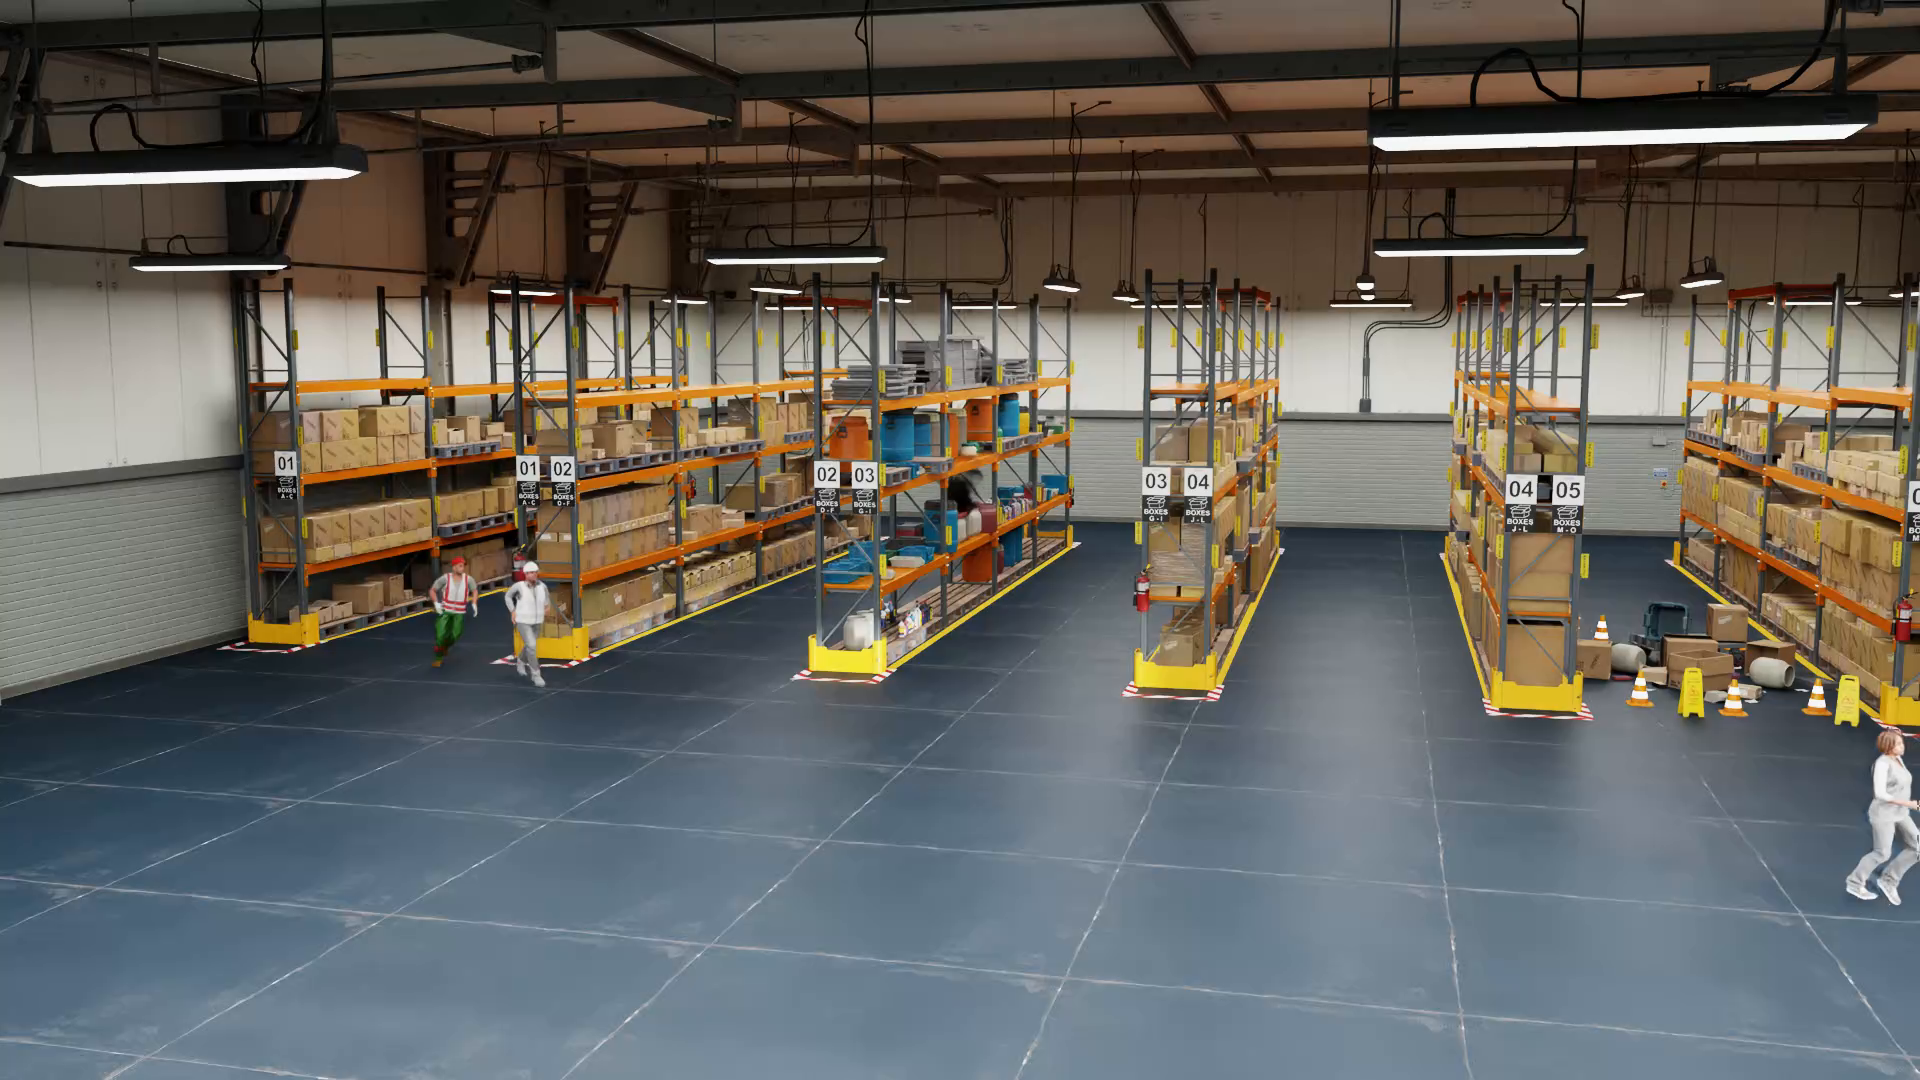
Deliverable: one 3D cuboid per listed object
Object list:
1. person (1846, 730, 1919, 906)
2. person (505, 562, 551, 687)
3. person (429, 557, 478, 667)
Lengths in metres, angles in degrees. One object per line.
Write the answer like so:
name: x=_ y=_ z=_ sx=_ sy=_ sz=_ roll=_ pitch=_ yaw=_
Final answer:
person: x=8.243 y=2.467 z=14.747 sx=0.545 sy=1.565 sz=0.629 roll=-5 pitch=9 yaw=-38
person: x=-6.324 y=1.198 z=24.414 sx=0.943 sy=1.783 sz=0.608 roll=7 pitch=9 yaw=44
person: x=-7.830 y=1.097 z=25.753 sx=0.747 sy=1.695 sz=0.563 roll=-3 pitch=7 yaw=-24
